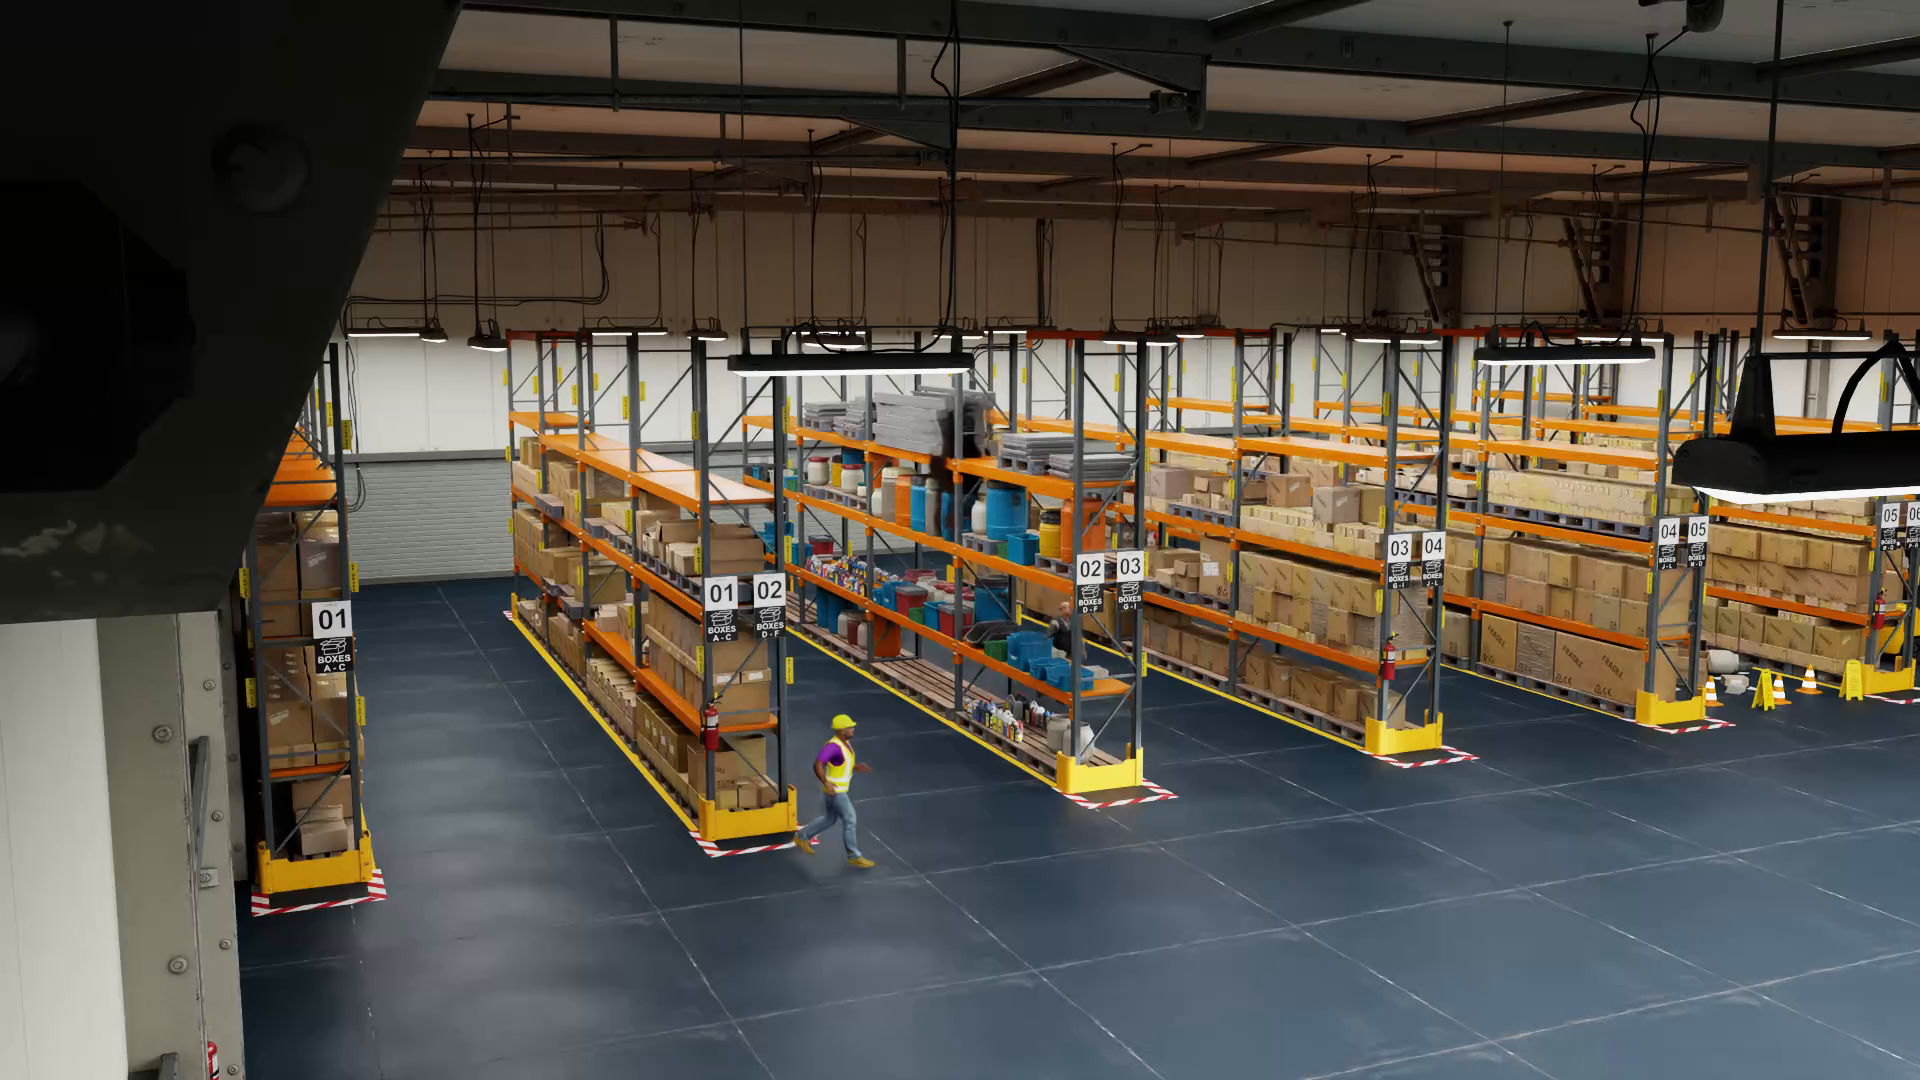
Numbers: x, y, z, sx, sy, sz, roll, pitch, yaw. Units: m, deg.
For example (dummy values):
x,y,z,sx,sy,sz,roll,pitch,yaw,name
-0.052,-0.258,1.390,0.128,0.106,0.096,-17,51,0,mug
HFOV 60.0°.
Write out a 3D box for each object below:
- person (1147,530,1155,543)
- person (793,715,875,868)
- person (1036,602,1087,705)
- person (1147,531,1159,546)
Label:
x,y,z,sx,sy,sz,roll,pitch,yaw,name
4.907,-0.152,41.555,0.718,1.718,0.725,-3,8,-18,person
-1.459,2.870,19.107,0.969,1.762,0.668,1,8,4,person
1.638,1.824,27.031,0.692,1.686,0.664,-4,9,-29,person
4.117,0.618,35.623,0.654,1.659,0.650,-7,10,-40,person
